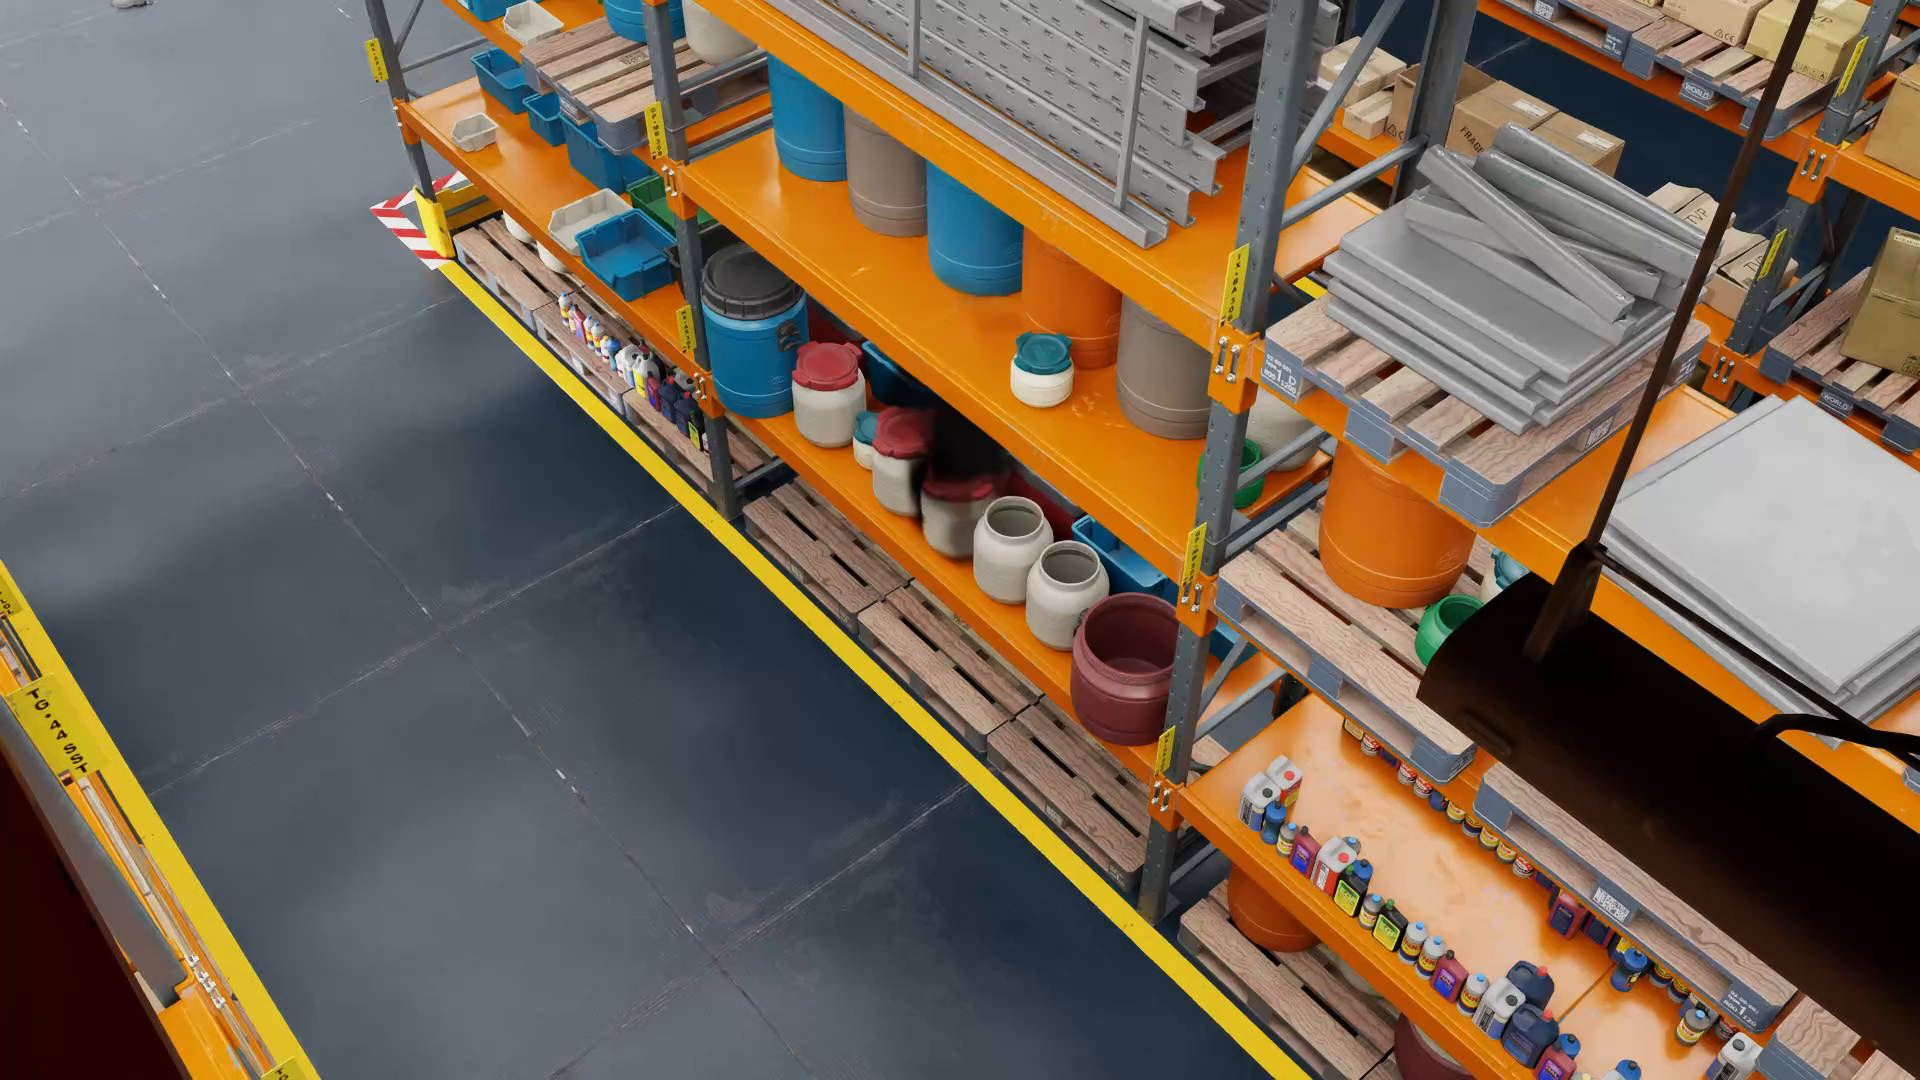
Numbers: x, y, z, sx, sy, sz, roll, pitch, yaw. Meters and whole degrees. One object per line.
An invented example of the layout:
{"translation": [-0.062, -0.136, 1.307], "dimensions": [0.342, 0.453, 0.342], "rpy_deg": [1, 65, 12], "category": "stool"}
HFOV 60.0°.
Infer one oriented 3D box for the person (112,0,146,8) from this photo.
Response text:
{"translation": [-7.904, -5.665, 15.152], "dimensions": [0.601, 1.738, 0.649], "rpy_deg": [-16, 49, -14], "category": "person"}
